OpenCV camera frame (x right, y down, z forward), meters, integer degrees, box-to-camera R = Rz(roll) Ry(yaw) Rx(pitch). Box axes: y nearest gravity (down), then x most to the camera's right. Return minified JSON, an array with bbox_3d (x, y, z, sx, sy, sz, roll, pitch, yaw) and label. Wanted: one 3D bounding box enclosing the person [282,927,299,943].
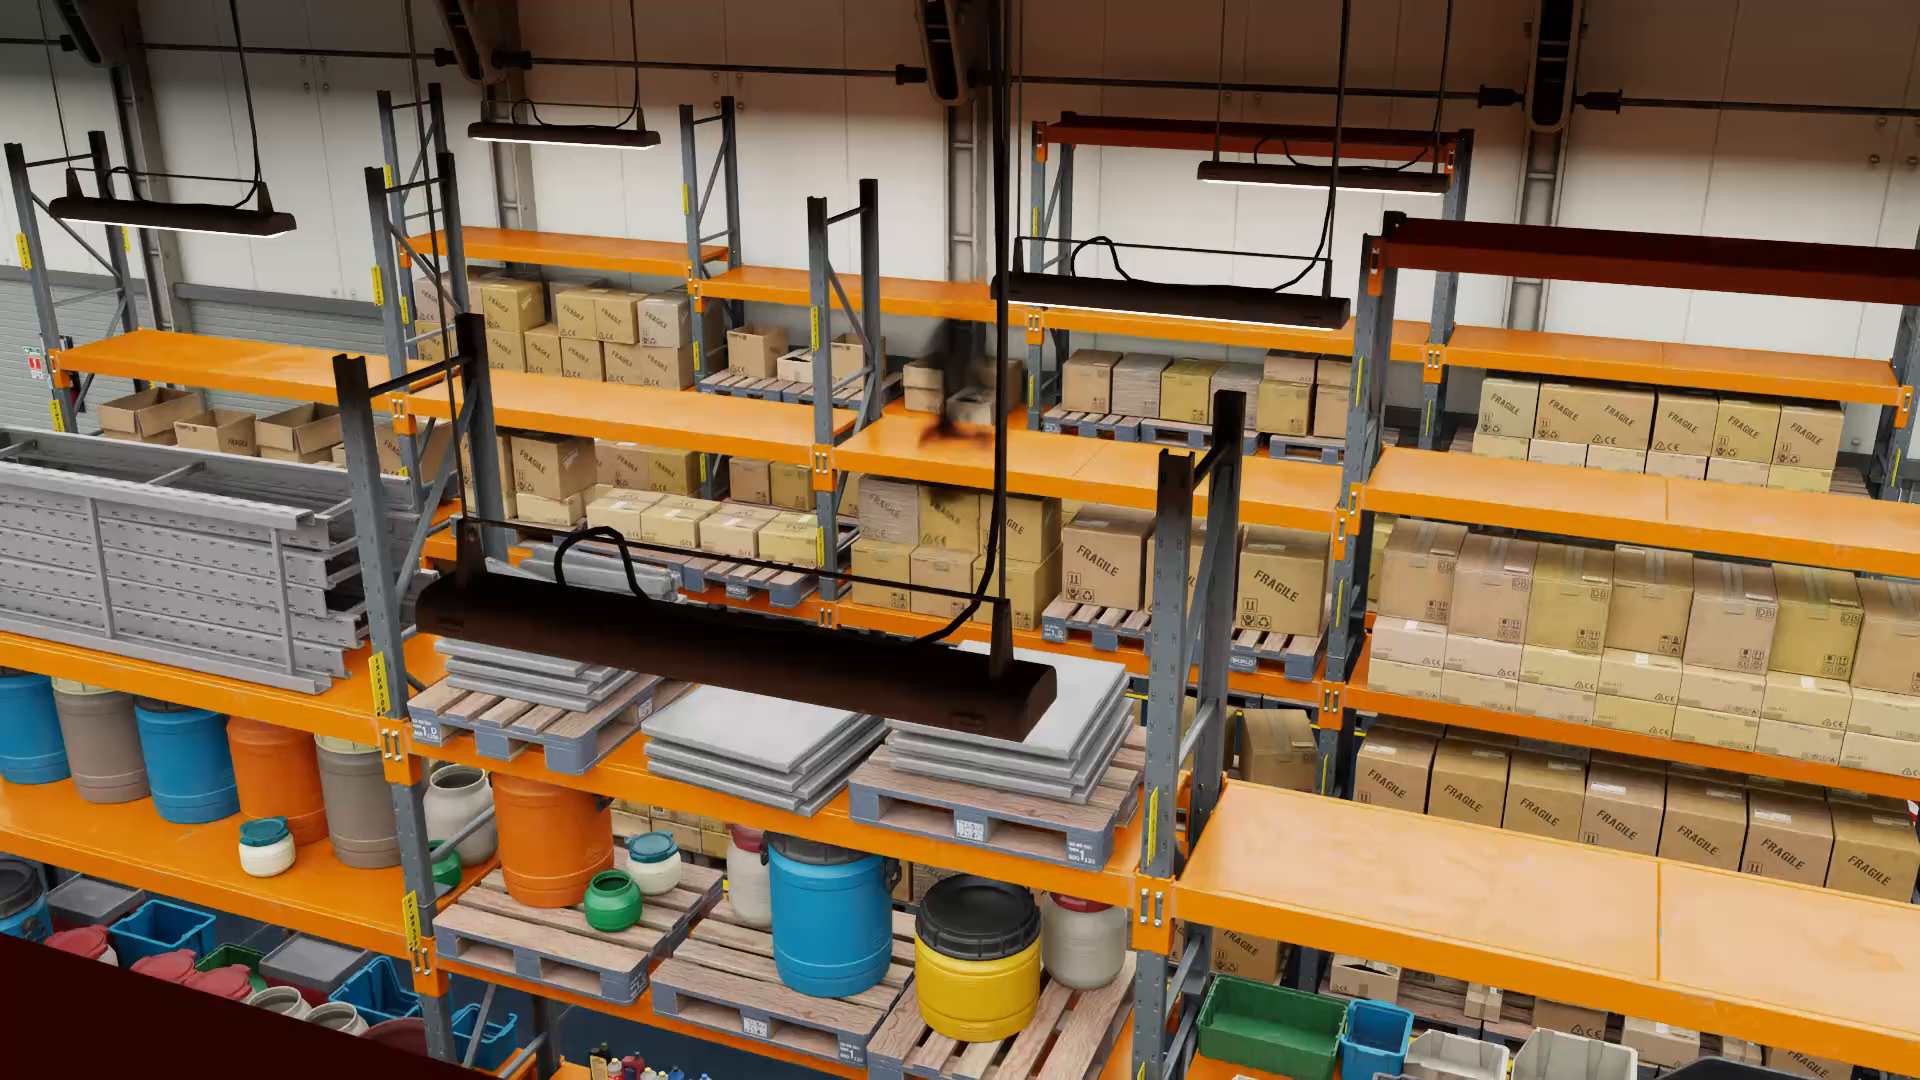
[{"bbox_3d":[-4.881,2.869,12.524,1.003,1.753,0.659,6,22,16],"label":"person"}]
